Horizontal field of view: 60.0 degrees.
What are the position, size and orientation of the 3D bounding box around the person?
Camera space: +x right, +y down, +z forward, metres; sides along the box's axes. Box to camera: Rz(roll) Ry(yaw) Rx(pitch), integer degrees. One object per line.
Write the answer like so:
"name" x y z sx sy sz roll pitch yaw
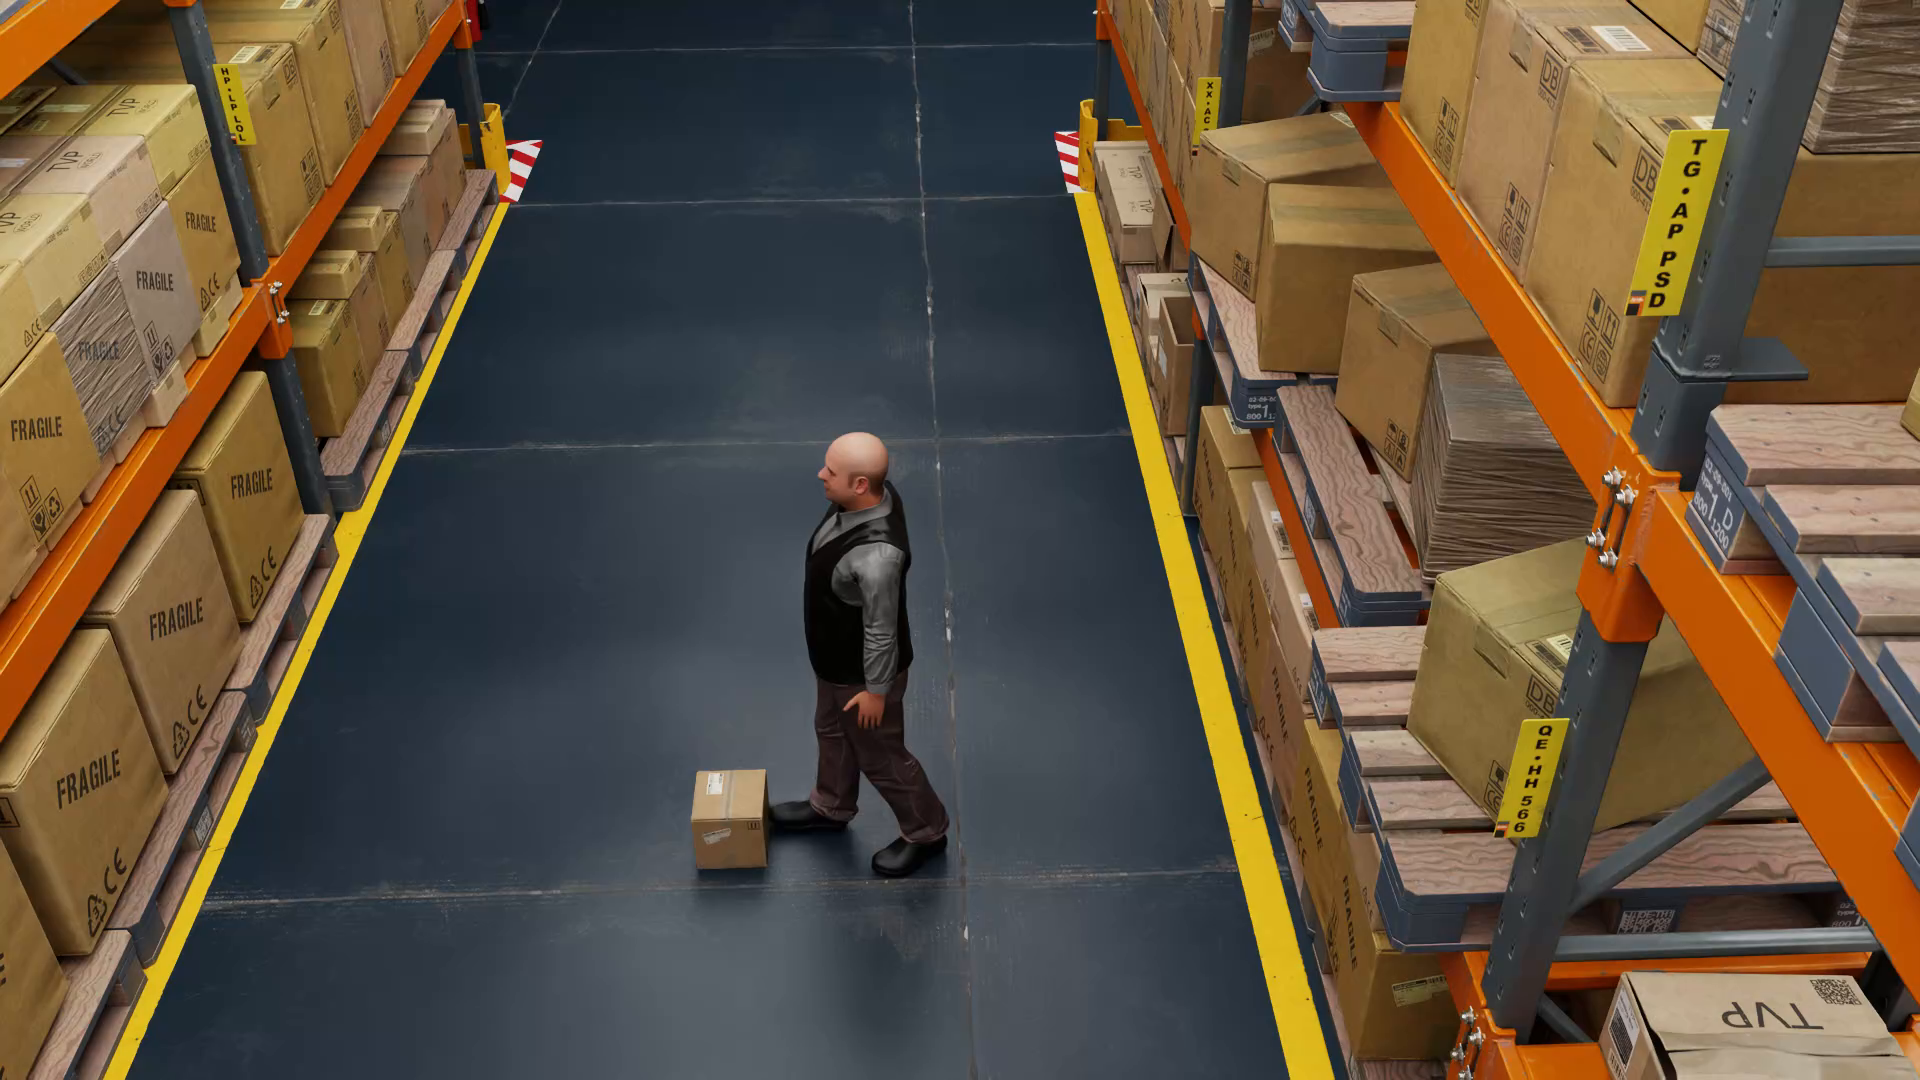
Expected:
"person" -0.371 0.390 5.598 0.652 1.723 0.555 -4 35 -6
